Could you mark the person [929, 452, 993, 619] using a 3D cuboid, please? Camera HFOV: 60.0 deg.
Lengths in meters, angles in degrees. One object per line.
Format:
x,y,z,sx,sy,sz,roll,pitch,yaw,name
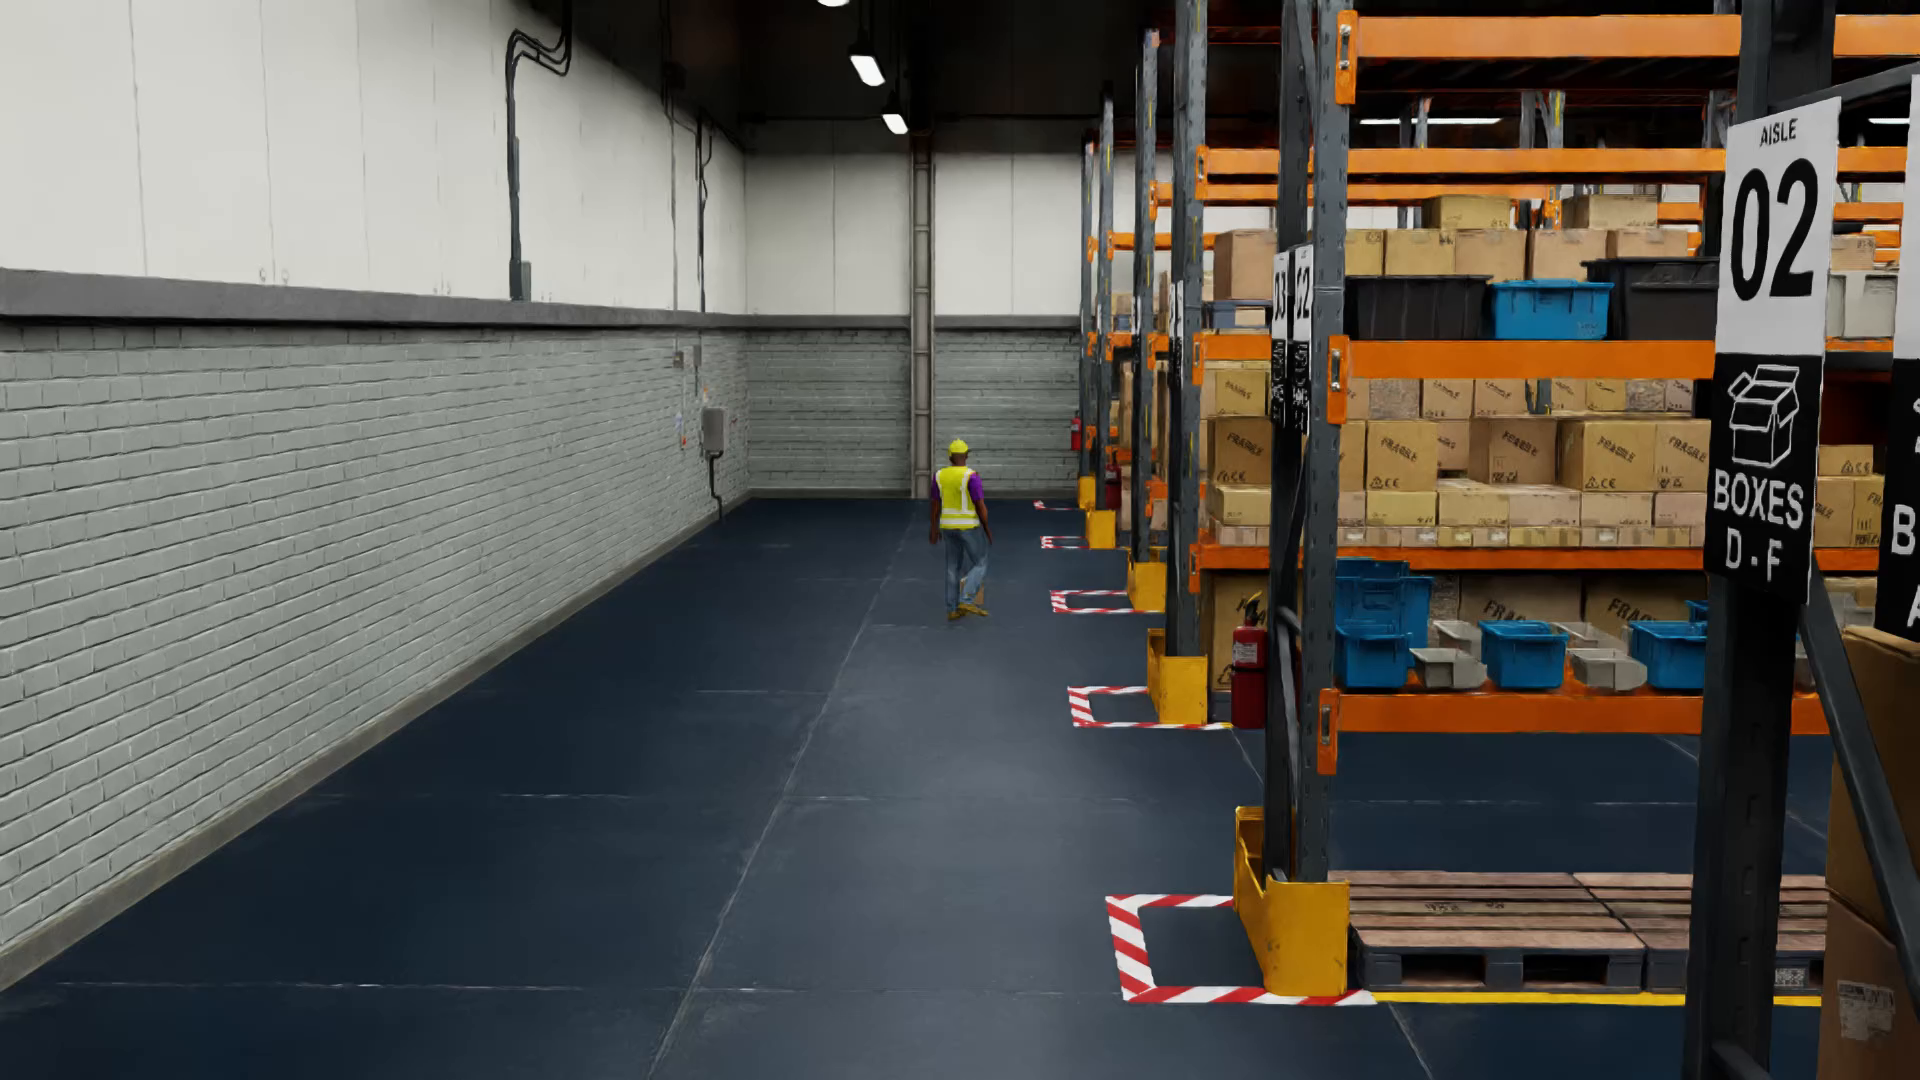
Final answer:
0.018,-0.087,16.372,0.729,1.723,0.448,5,9,35,person
